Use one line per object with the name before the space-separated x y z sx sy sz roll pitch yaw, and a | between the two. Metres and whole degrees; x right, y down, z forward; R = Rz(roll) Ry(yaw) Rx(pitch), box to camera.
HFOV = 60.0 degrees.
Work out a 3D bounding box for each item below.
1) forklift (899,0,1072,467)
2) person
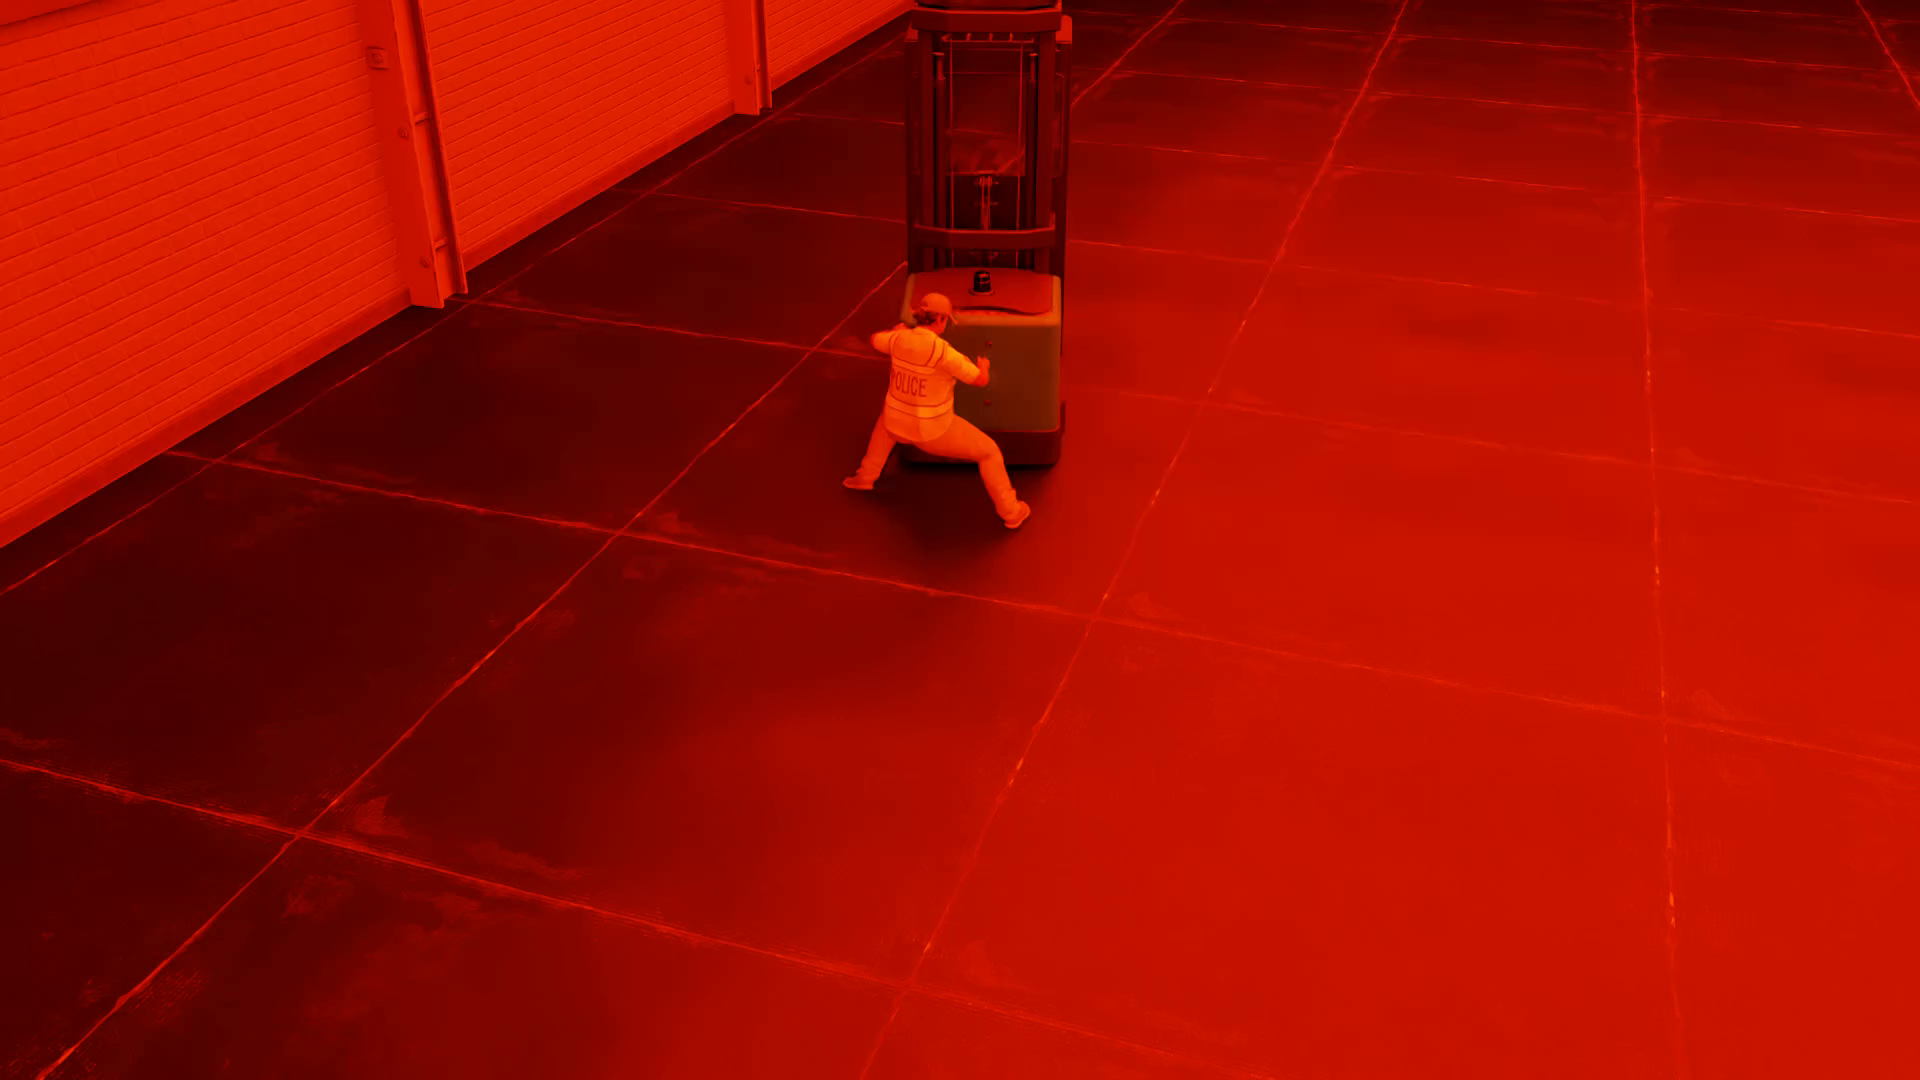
forklift | 0.193 -2.445 11.426 1.130 2.935 3.031 1 30 2
person | -0.211 -0.858 10.133 1.272 1.450 0.686 22 36 33
